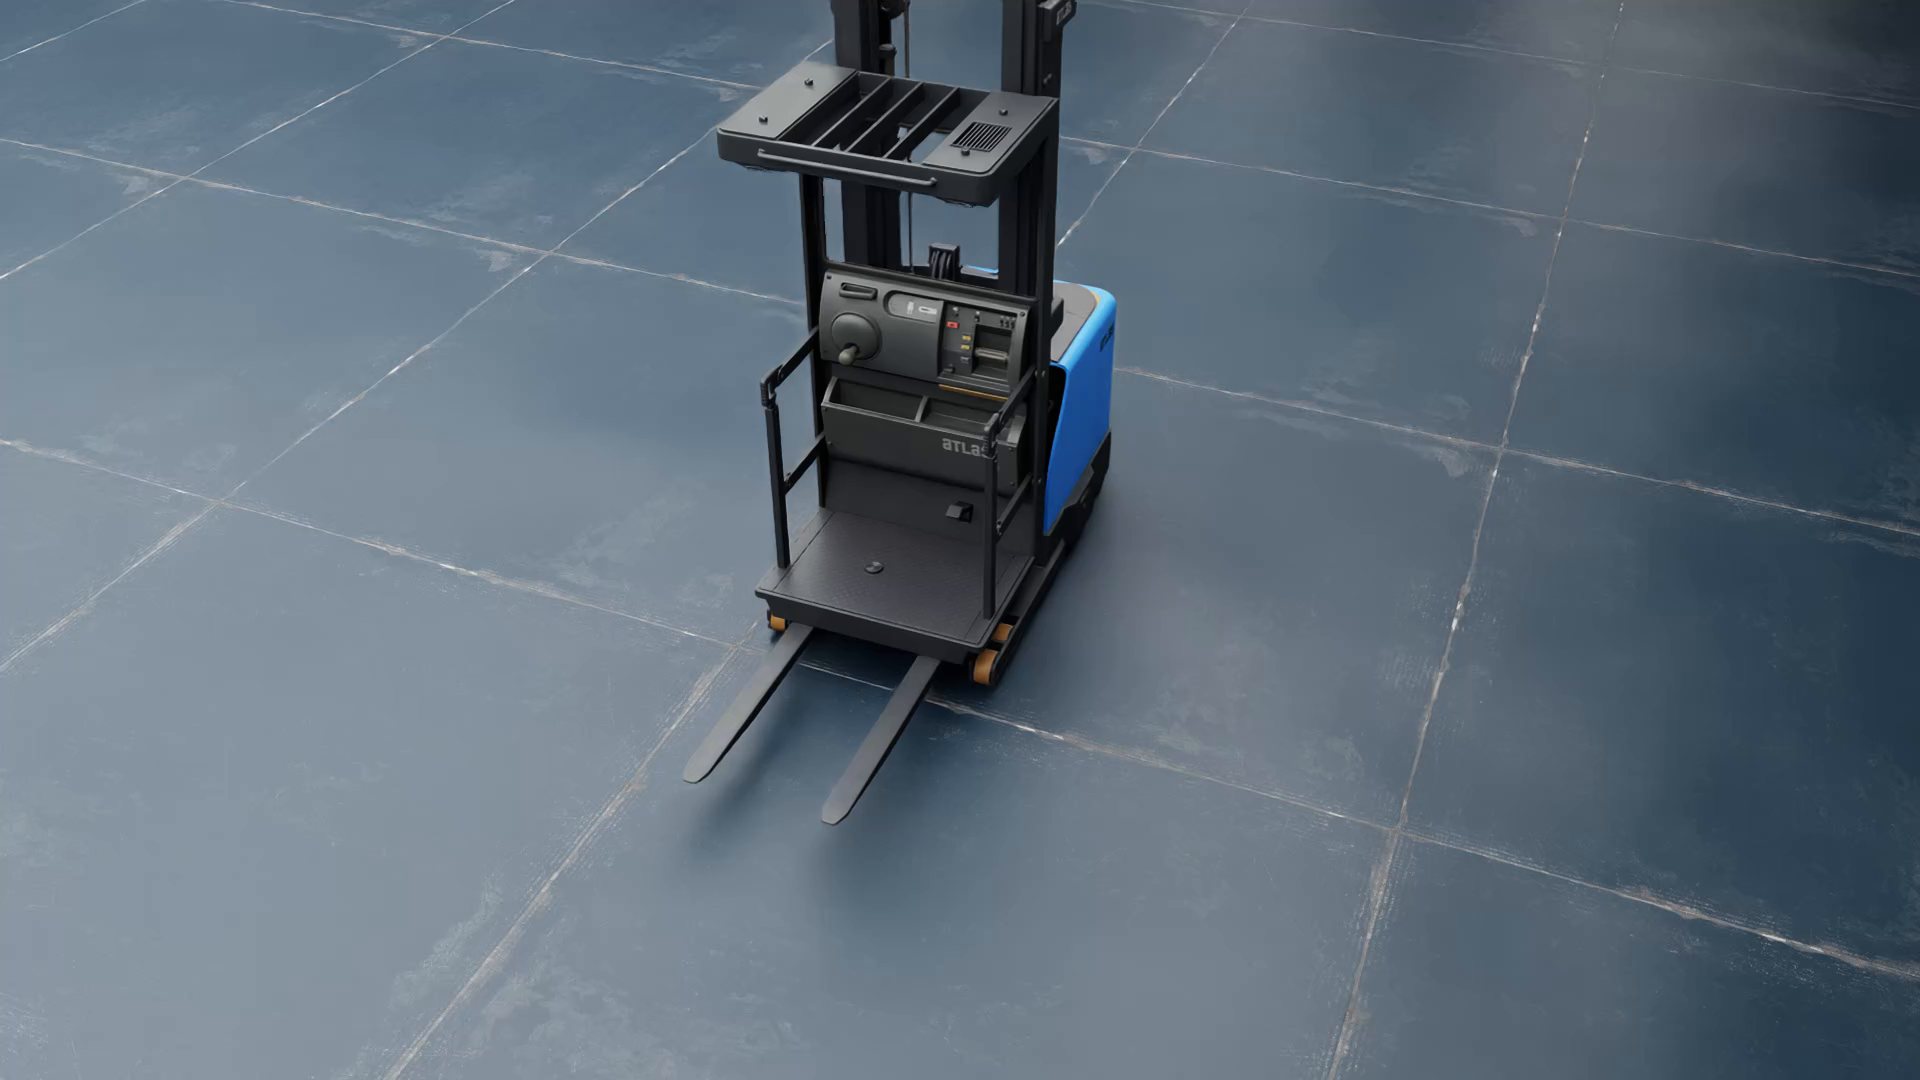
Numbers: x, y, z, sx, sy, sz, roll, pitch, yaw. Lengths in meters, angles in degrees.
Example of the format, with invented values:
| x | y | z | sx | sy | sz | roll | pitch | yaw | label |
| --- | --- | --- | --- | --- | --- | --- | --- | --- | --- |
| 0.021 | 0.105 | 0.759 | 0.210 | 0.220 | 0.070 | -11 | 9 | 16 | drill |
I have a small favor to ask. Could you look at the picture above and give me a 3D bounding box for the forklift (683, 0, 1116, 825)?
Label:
| x | y | z | sx | sy | sz | roll | pitch | yaw | label |
| --- | --- | --- | --- | --- | --- | --- | --- | --- | --- |
| -0.238 | -0.814 | 6.890 | 1.130 | 2.935 | 3.031 | 13 | 39 | 17 | forklift |
